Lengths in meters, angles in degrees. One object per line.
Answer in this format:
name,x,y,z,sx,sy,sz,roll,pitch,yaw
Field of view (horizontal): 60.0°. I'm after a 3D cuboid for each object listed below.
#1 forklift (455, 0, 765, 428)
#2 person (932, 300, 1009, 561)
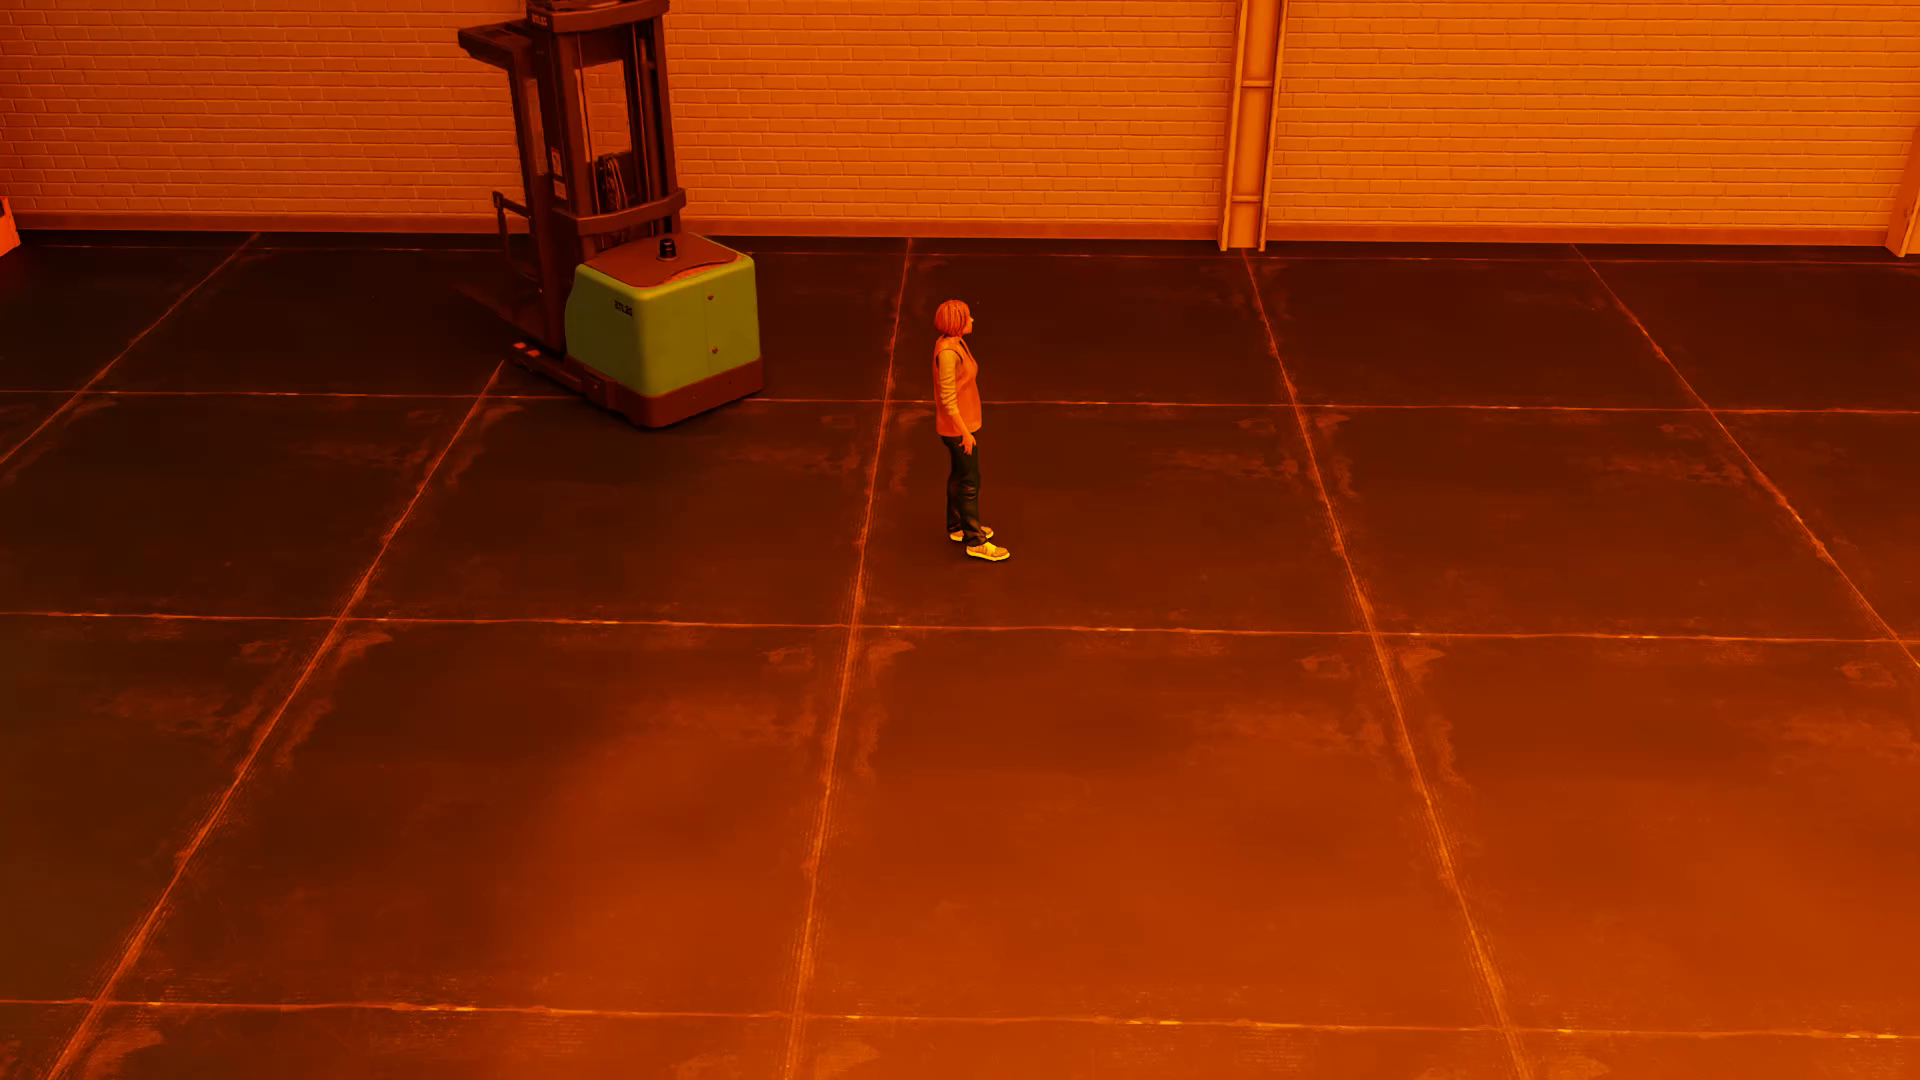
forklift,-2.830,-2.704,12.200,1.130,2.935,3.031,-26,39,-37
person,0.074,-0.686,10.076,0.473,1.599,0.520,1,31,1
